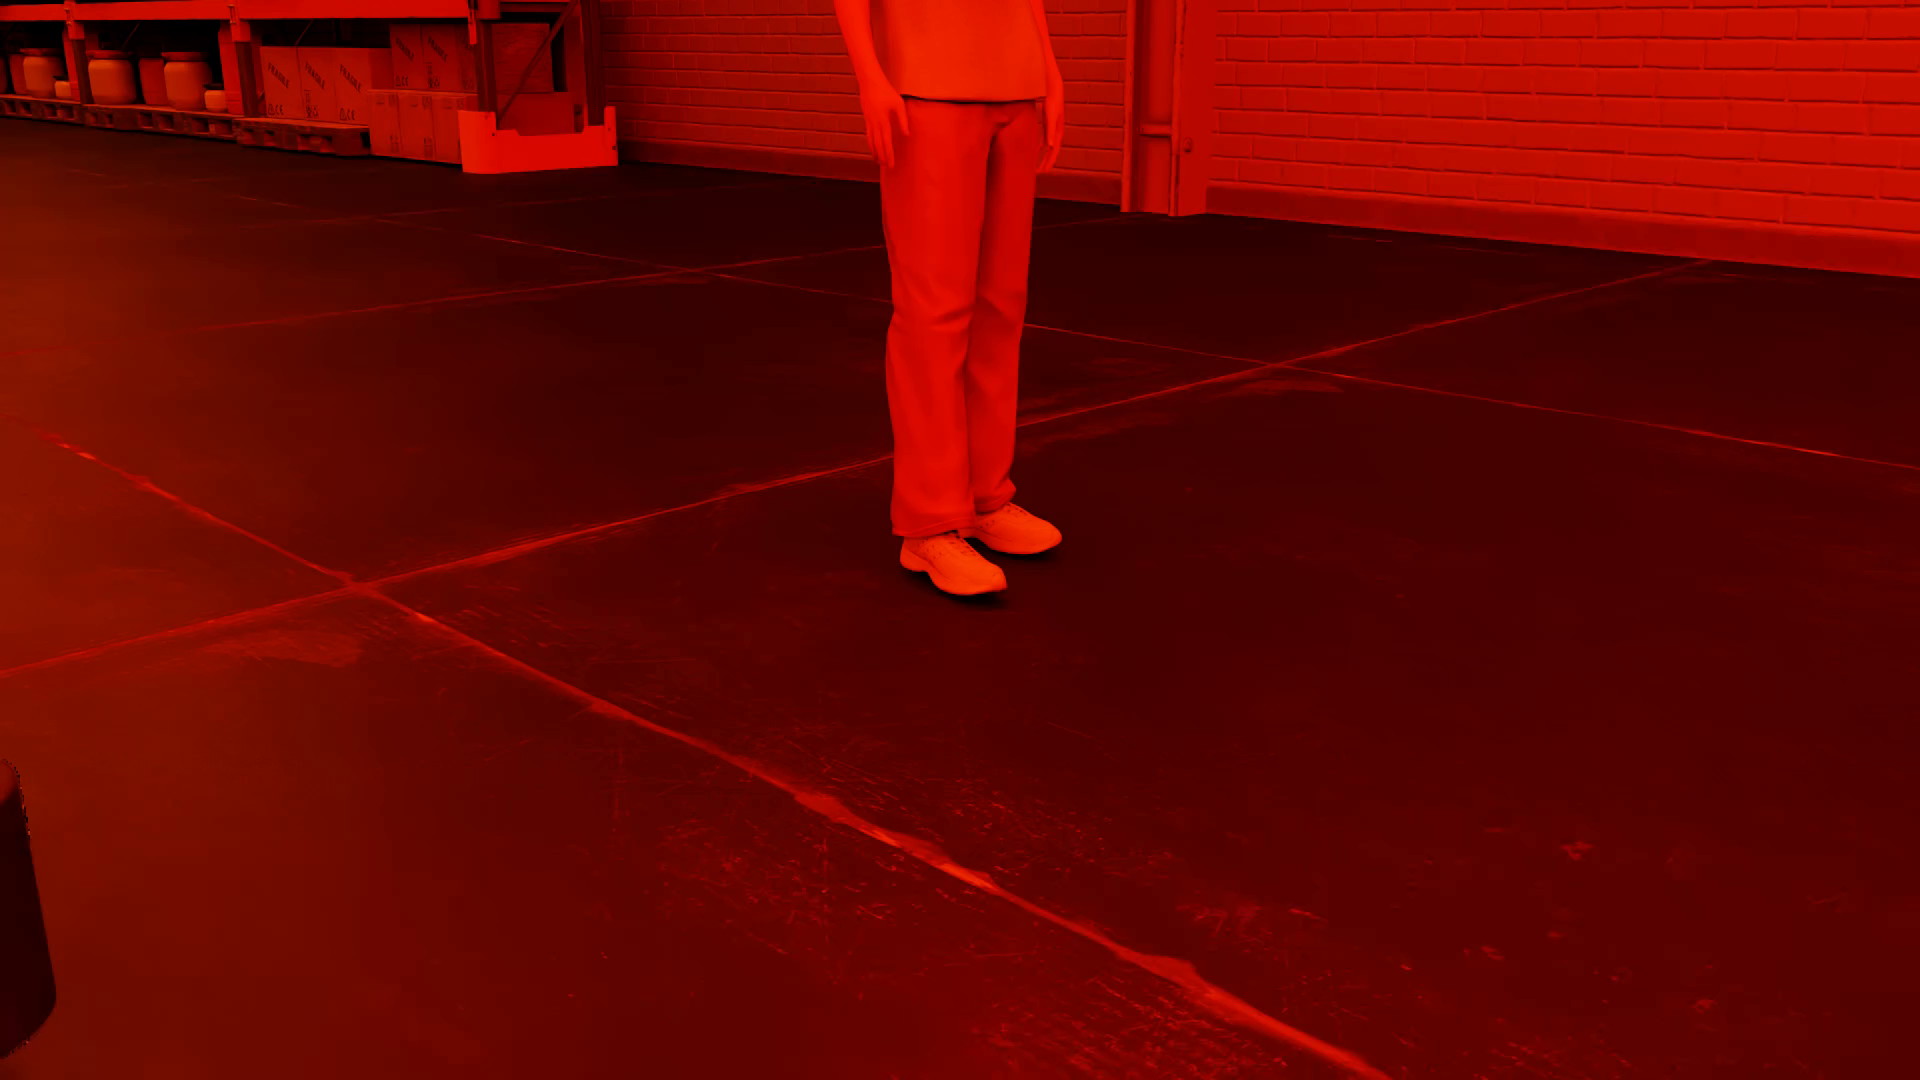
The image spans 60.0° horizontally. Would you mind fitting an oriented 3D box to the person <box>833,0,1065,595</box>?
[{"bbox_3d":[0.044,-0.790,3.088,0.549,1.675,0.553,16,23,42],"label":"person"}]
